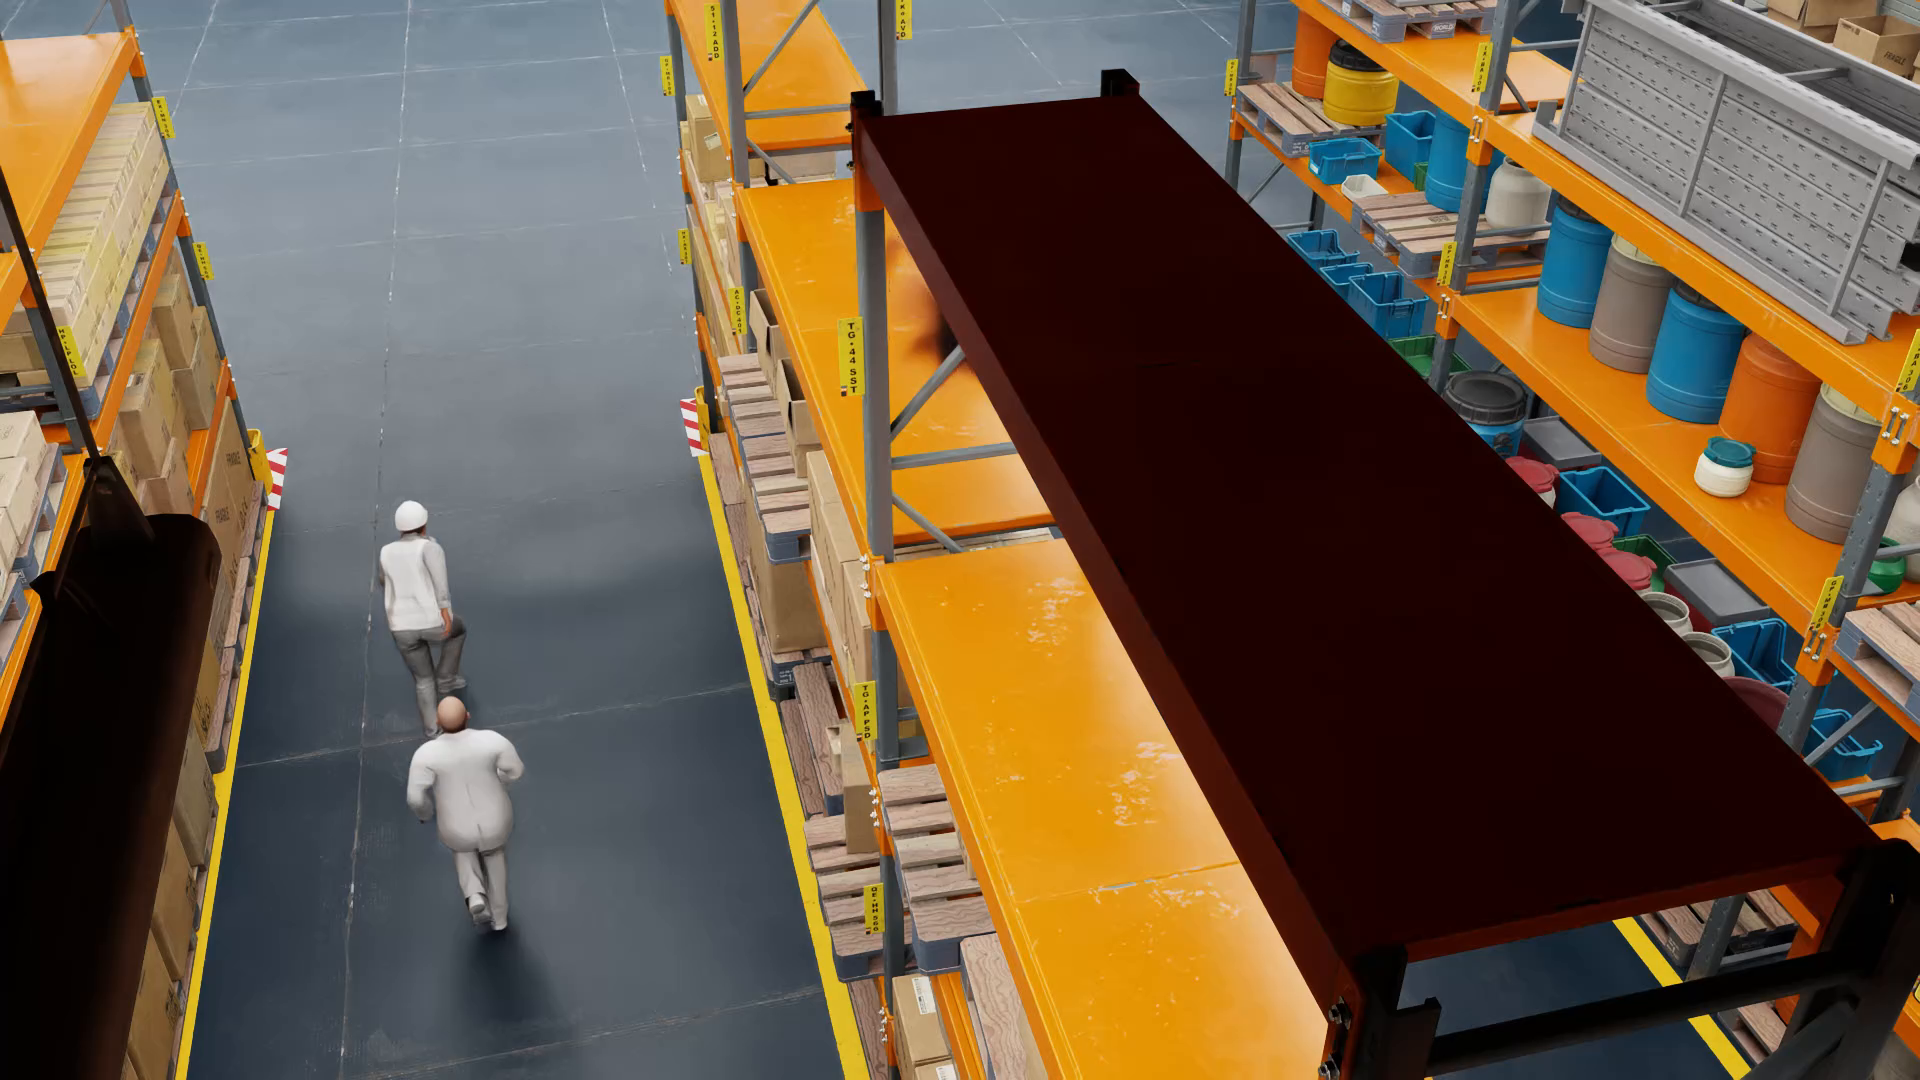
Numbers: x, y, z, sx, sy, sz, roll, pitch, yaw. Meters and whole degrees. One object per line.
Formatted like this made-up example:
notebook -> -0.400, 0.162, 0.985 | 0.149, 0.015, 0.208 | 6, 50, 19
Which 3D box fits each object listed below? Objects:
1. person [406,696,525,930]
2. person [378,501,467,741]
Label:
person -> -2.977, 1.663, 10.150 | 0.702, 1.723, 0.666 | -15, 37, -20
person -> -3.840, 0.572, 11.820 | 0.620, 1.558, 1.130 | -1, 34, -2
